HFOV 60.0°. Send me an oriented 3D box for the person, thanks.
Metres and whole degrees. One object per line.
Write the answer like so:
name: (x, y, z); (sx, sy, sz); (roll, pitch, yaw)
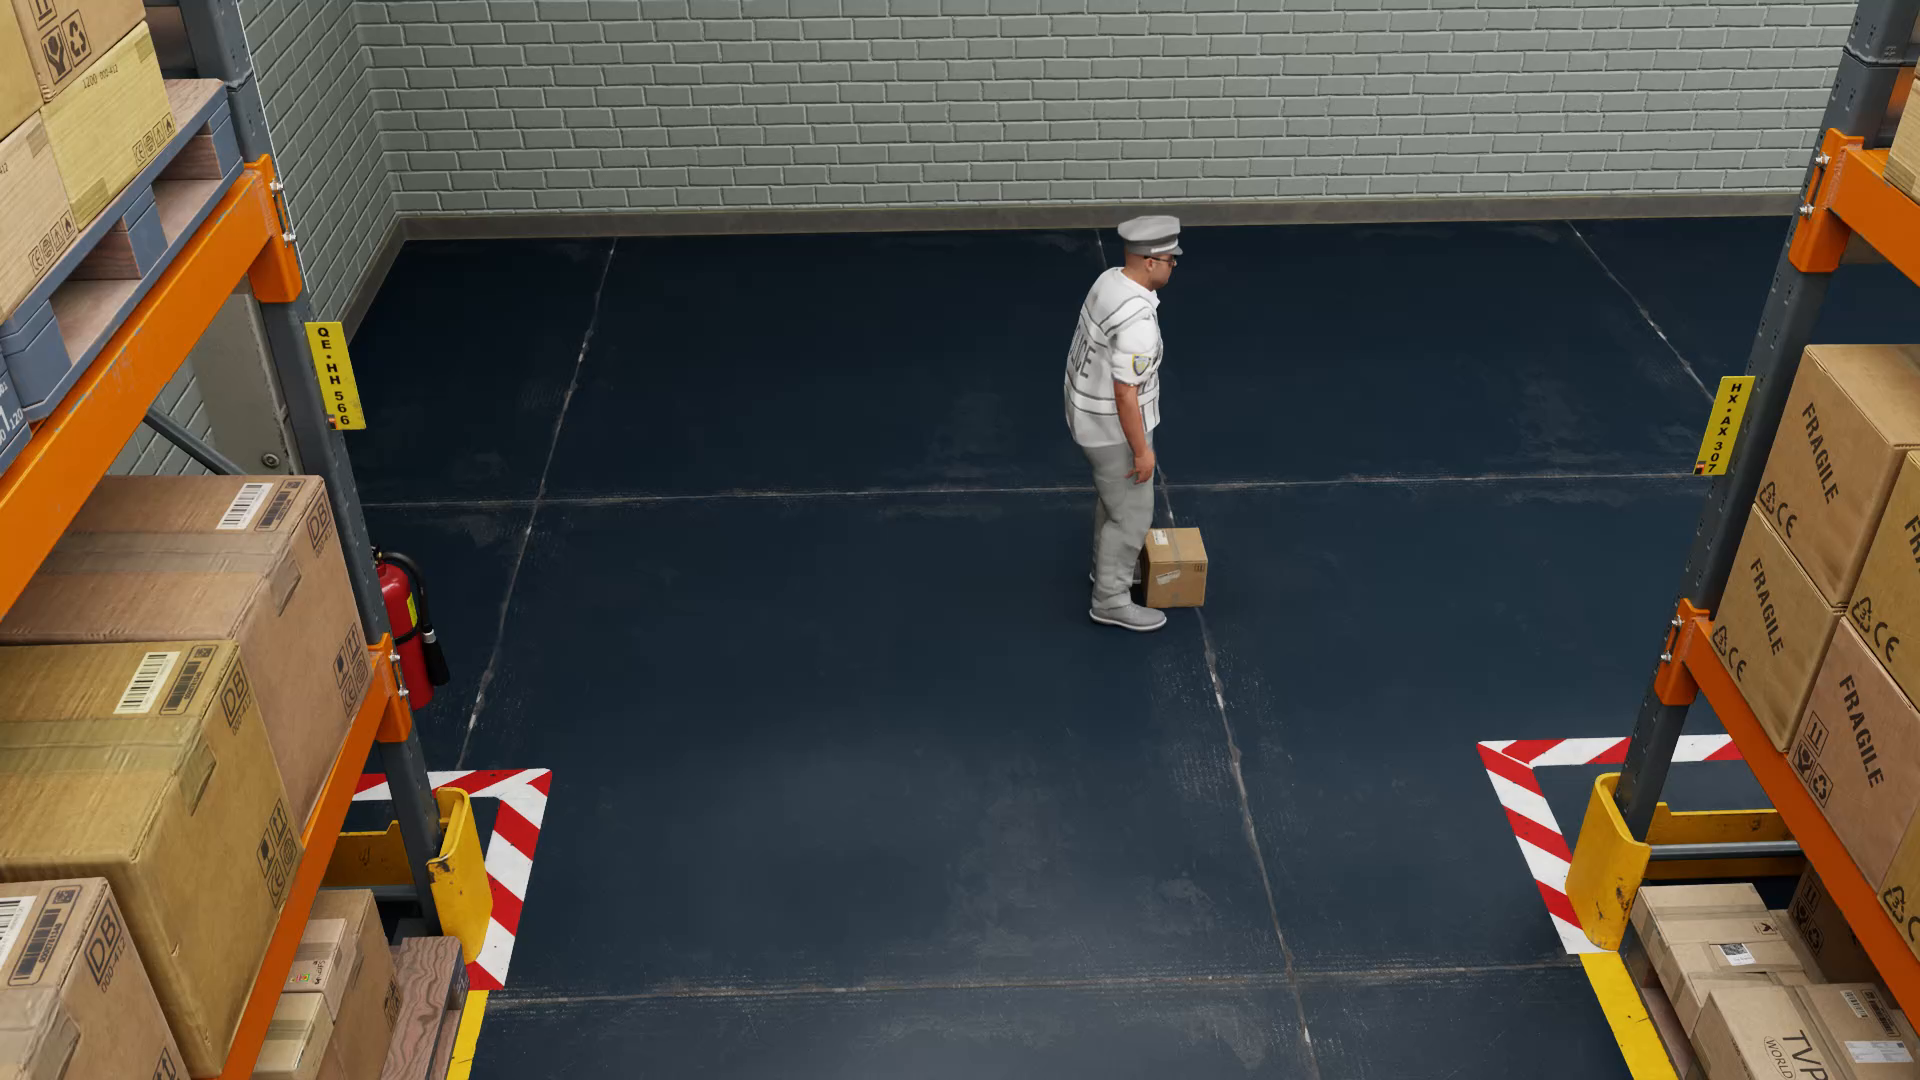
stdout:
person: (0.673, -0.484, 6.830); (0.480, 1.747, 0.601); (-4, 35, -5)
